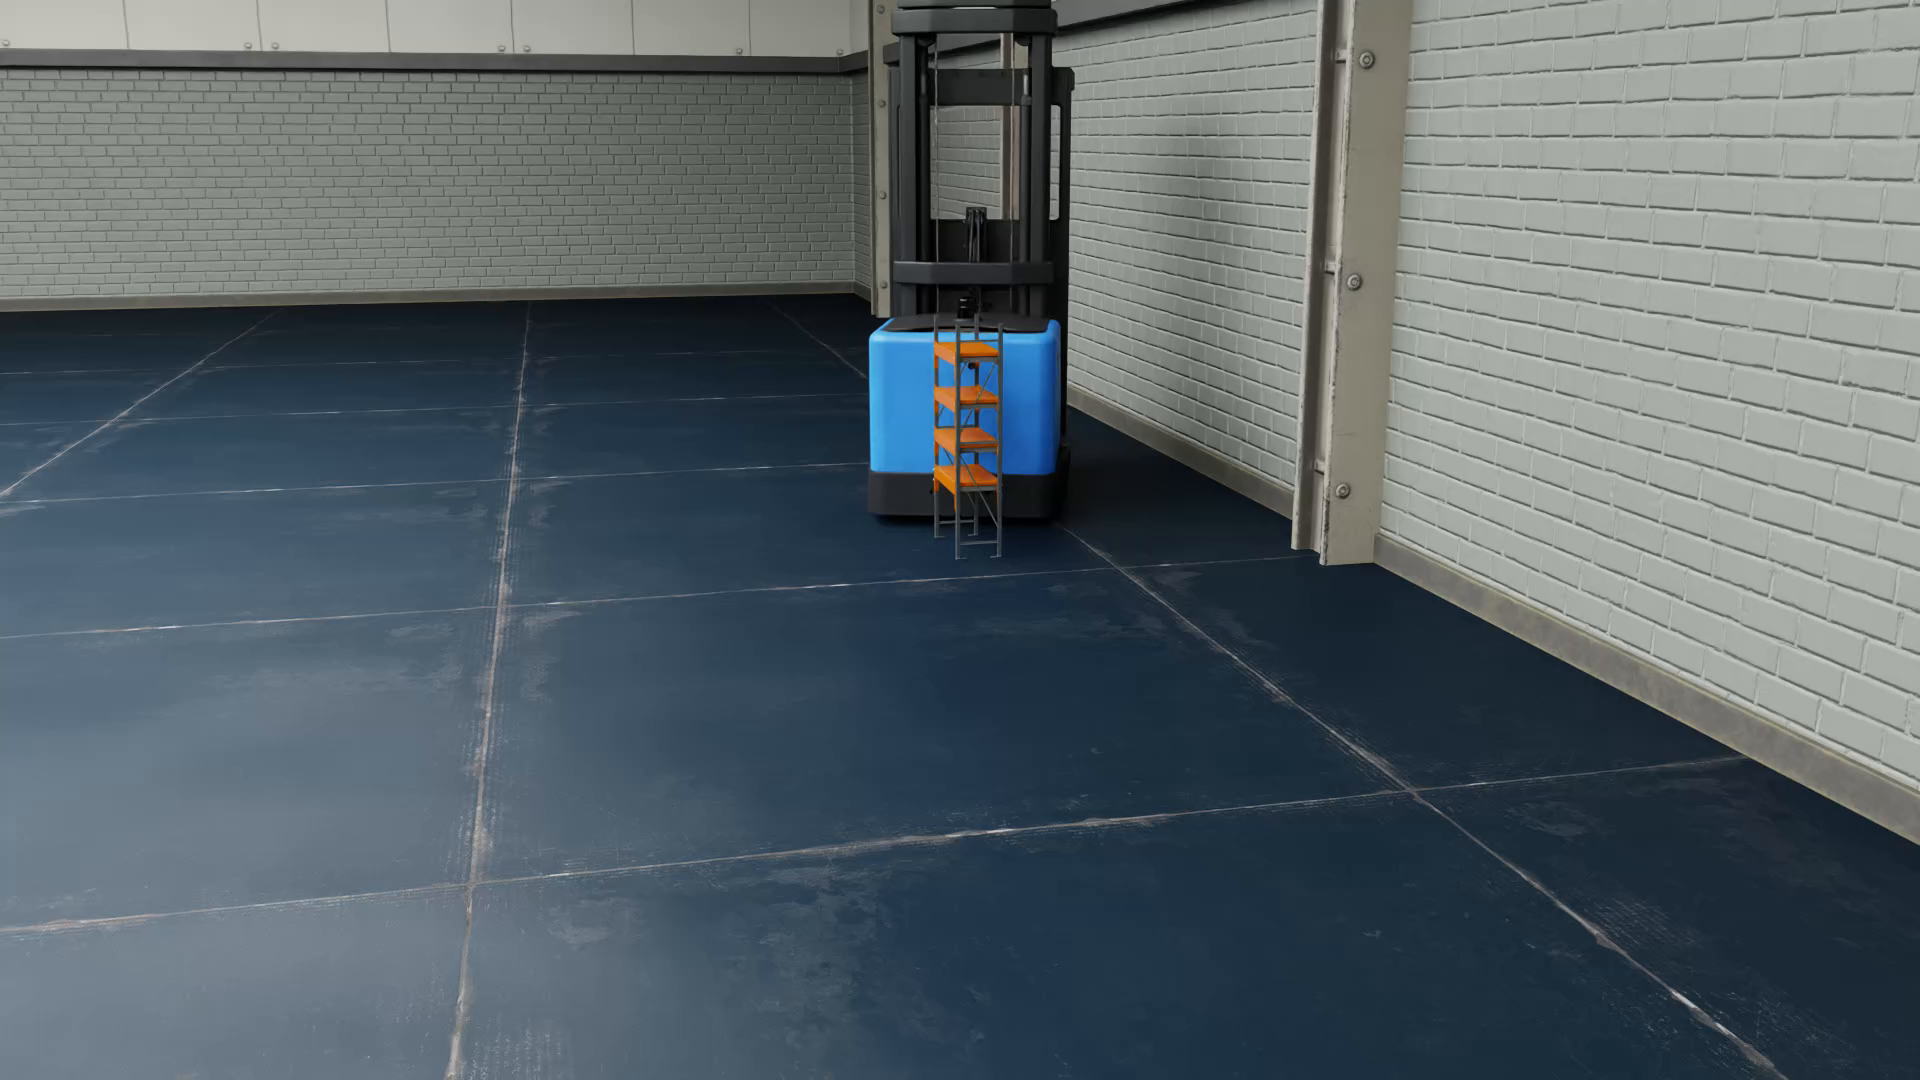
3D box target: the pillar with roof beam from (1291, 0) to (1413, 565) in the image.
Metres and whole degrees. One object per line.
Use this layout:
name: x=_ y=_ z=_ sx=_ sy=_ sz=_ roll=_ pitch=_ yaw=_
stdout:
pillar with roof beam: x=-2.243 y=-4.057 z=6.572 sx=9.100 sy=9.000 sz=0.400 roll=-3 pitch=14 yaw=-13

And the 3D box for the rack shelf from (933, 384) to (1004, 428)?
rack shelf: x=0.039 y=-0.697 z=8.591 sx=0.258 sy=0.148 sz=0.480 roll=-3 pitch=14 yaw=-13

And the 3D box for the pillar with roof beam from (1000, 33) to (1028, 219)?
pillar with roof beam: x=-3.653 y=-5.441 z=12.238 sx=9.100 sy=9.000 sz=0.400 roll=-3 pitch=14 yaw=-13

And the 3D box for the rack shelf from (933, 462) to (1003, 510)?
rack shelf: x=0.039 y=-0.286 z=8.691 sx=0.258 sy=0.148 sz=0.480 roll=-3 pitch=14 yaw=-13

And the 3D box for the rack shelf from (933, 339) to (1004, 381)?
rack shelf: x=0.039 y=-0.926 z=8.535 sx=0.258 sy=0.148 sz=0.480 roll=-3 pitch=14 yaw=-13

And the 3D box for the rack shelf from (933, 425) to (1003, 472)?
rack shelf: x=0.039 y=-0.479 z=8.644 sx=0.258 sy=0.148 sz=0.480 roll=-3 pitch=14 yaw=-13

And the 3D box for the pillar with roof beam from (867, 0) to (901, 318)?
pillar with roof beam: x=-5.062 y=-6.825 z=17.904 sx=9.100 sy=9.000 sz=0.400 roll=-3 pitch=14 yaw=-13

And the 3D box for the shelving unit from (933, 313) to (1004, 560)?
shelving unit: x=0.039 y=-0.545 z=8.628 sx=0.258 sy=1.200 sz=0.503 roll=-3 pitch=14 yaw=-13

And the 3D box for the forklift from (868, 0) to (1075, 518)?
forklift: x=0.138 y=-1.839 z=10.280 sx=1.130 sy=2.935 sz=3.031 roll=1 pitch=14 yaw=5

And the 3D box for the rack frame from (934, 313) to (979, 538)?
rack frame: x=-0.018 y=-0.601 z=8.859 sx=0.240 sy=1.200 sz=0.015 roll=-3 pitch=14 yaw=-13

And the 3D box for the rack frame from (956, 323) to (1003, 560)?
rack frame: x=0.096 y=-0.488 z=8.398 sx=0.240 sy=1.200 sz=0.015 roll=-3 pitch=14 yaw=-13
